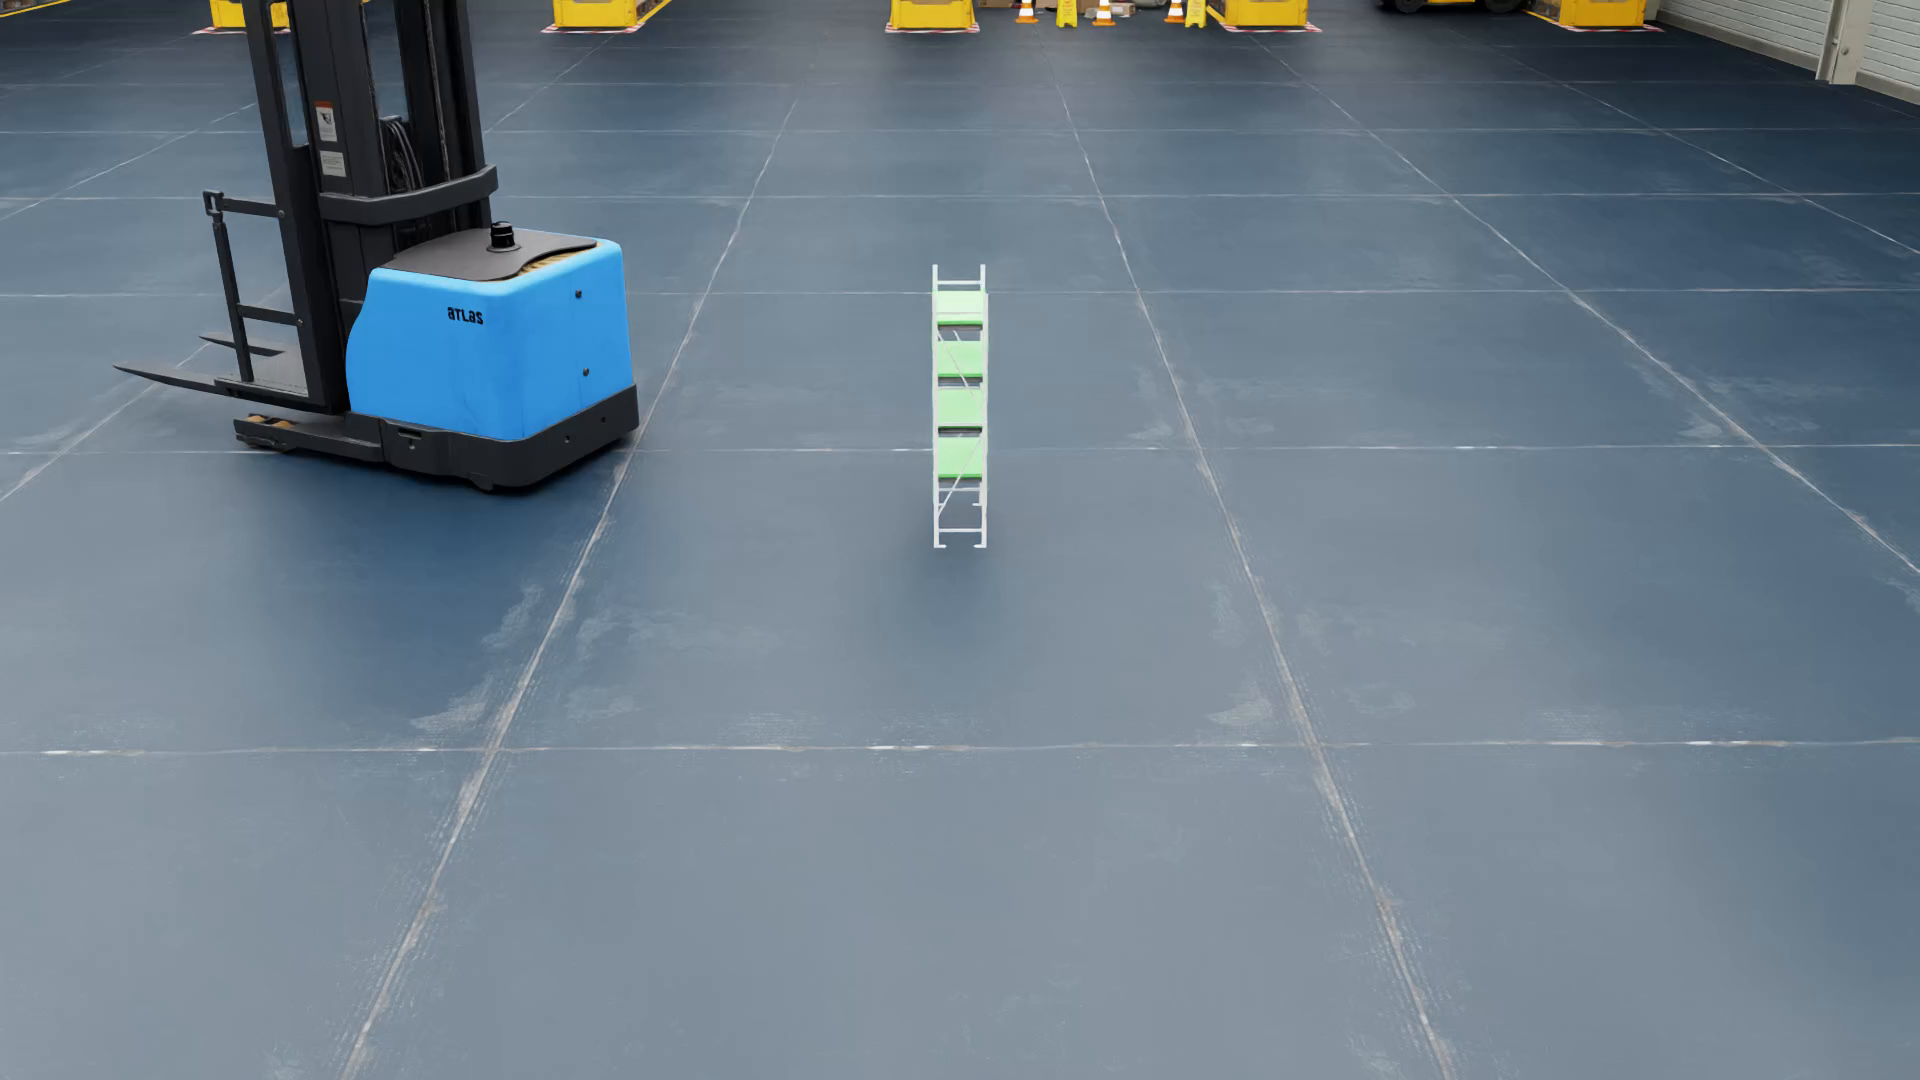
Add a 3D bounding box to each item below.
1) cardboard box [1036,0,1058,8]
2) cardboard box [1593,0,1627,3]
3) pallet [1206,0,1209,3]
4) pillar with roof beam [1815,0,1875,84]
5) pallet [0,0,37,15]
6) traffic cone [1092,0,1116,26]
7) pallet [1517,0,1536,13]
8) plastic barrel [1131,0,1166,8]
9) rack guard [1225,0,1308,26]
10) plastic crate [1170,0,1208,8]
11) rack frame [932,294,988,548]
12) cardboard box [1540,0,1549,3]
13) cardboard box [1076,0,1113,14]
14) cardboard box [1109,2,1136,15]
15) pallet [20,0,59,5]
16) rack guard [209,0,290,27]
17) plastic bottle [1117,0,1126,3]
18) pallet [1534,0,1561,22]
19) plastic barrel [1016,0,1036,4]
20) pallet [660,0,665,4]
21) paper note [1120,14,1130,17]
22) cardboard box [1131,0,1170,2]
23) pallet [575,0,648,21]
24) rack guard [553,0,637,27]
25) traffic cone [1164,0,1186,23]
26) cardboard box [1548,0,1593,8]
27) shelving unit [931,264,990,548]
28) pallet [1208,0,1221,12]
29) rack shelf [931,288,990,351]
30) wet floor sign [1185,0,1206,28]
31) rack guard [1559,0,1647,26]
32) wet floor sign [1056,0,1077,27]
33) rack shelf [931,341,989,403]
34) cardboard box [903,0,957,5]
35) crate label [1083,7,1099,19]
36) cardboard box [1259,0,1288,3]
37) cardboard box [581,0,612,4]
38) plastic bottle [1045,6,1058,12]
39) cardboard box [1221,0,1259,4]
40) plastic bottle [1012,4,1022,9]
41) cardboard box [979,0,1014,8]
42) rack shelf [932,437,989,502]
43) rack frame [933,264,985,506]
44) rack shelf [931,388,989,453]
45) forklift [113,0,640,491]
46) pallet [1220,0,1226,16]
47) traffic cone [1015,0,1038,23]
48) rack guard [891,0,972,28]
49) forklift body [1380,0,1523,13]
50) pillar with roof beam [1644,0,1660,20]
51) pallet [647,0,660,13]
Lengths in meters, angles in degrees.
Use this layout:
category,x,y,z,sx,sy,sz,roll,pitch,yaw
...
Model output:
category,x,y,z,sx,sy,sz,roll,pitch,yaw
cardboard box,1.402,-8.636,26.522,0.396,0.266,0.258,4,25,9
cardboard box,9.688,-8.163,24.985,0.500,0.250,0.500,0,24,0
pallet,4.533,-9.098,27.611,1.003,0.211,1.213,0,24,-1
pillar with roof beam,6.152,-9.554,17.954,9.100,9.000,0.400,0,24,-1
pallet,-15.342,-8.456,26.189,1.003,0.211,1.213,0,24,-1
traffic cone,2.133,-7.868,24.584,0.336,0.463,0.334,0,24,-1
pallet,9.437,-8.567,26.436,1.003,0.211,1.213,0,24,-1
plastic barrel,2.998,-8.668,26.401,0.512,0.421,0.421,19,30,35
rack guard,4.533,-7.890,24.587,1.175,0.500,0.348,0,24,-1
plastic crate,3.688,-8.665,26.811,0.402,0.080,0.583,-9,26,-19
rack frame,0.001,-0.514,7.431,0.240,1.200,0.015,0,24,-1
cardboard box,9.180,-8.357,25.414,0.500,0.250,0.500,0,24,-1
cardboard box,1.983,-8.572,26.093,0.797,0.503,0.637,-19,31,-36
cardboard box,2.500,-8.229,25.764,0.380,0.149,0.250,13,27,27
pallet,-15.358,-8.960,27.304,1.003,0.211,1.213,0,24,-1
rack guard,-10.376,-7.823,24.439,1.175,0.500,0.348,0,24,-1
plastic bottle,2.629,-8.766,27.059,0.133,0.061,0.283,4,25,9
pallet,9.447,-8.065,25.327,1.003,0.211,1.213,0,24,-1
plastic barrel,1.088,-8.947,27.019,0.512,0.421,0.421,19,30,35
pallet,-5.376,-9.054,27.512,1.003,0.211,1.213,0,24,-1
paper note,2.533,-8.025,25.456,0.148,0.019,0.142,-9,26,-19
cardboard box,3.141,-9.060,27.172,0.500,0.500,0.500,19,30,35
pallet,-5.350,-8.048,25.289,1.003,0.211,1.213,0,24,-1
rack guard,-5.376,-7.845,24.489,1.175,0.500,0.348,0,24,-1
traffic cone,3.239,-8.013,24.905,0.336,0.463,0.334,0,24,-1
cardboard box,9.176,-8.152,24.961,0.500,0.250,0.500,0,24,0
shelving unit,-0.002,-0.615,7.654,0.258,1.200,0.503,0,24,-1
pallet,4.549,-8.594,26.496,1.003,0.211,1.213,0,24,-1
rack shelf,-0.002,-0.994,7.482,0.258,0.148,0.480,0,24,-1
wet floor sign,3.466,-7.841,24.305,0.267,0.644,0.232,8,26,18
rack guard,9.498,-7.872,24.549,1.175,0.500,0.348,0,24,-1
wet floor sign,1.566,-7.858,24.340,0.267,0.644,0.232,-4,25,-10
rack shelf,-0.002,-0.775,7.581,0.258,0.148,0.480,0,24,-1
cardboard box,-0.488,-8.436,24.830,0.875,0.875,0.875,0,24,0
crate label,2.063,-8.043,25.367,0.250,0.136,0.298,-14,28,-28
cardboard box,4.802,-8.269,25.221,0.500,0.250,0.500,0,24,-1
cardboard box,-5.365,-8.262,24.902,0.500,0.500,0.500,4,25,9
plastic bottle,1.427,-8.359,26.157,0.133,0.061,0.283,-9,26,-19
cardboard box,4.256,-8.277,25.239,0.500,0.250,0.500,0,24,-1
plastic bottle,0.984,-8.507,26.486,0.283,0.061,0.133,-9,26,-19
cardboard box,0.585,-8.809,26.617,0.500,0.500,0.500,4,25,9
rack shelf,-0.002,-0.338,7.779,0.258,0.148,0.480,0,24,-1
rack frame,-0.004,-0.715,7.876,0.240,1.200,0.015,0,24,-1
rack shelf,-0.002,-0.557,7.680,0.258,0.148,0.480,0,24,-1
forklift,-3.280,-1.977,8.564,3.031,2.935,1.130,11,27,23
pallet,4.560,-8.093,25.388,1.003,0.211,1.213,0,24,-1
traffic cone,1.000,-8.003,24.883,0.336,0.463,0.334,0,24,-1
rack guard,-0.414,-7.784,24.355,1.175,0.500,0.348,0,24,-1
forklift body,7.652,-9.407,25.940,2.313,2.155,1.214,0,24,-1
pillar with roof beam,6.086,-12.026,23.420,9.100,9.000,0.400,0,24,-1
pallet,-5.360,-8.550,26.398,1.003,0.211,1.213,0,24,-1
